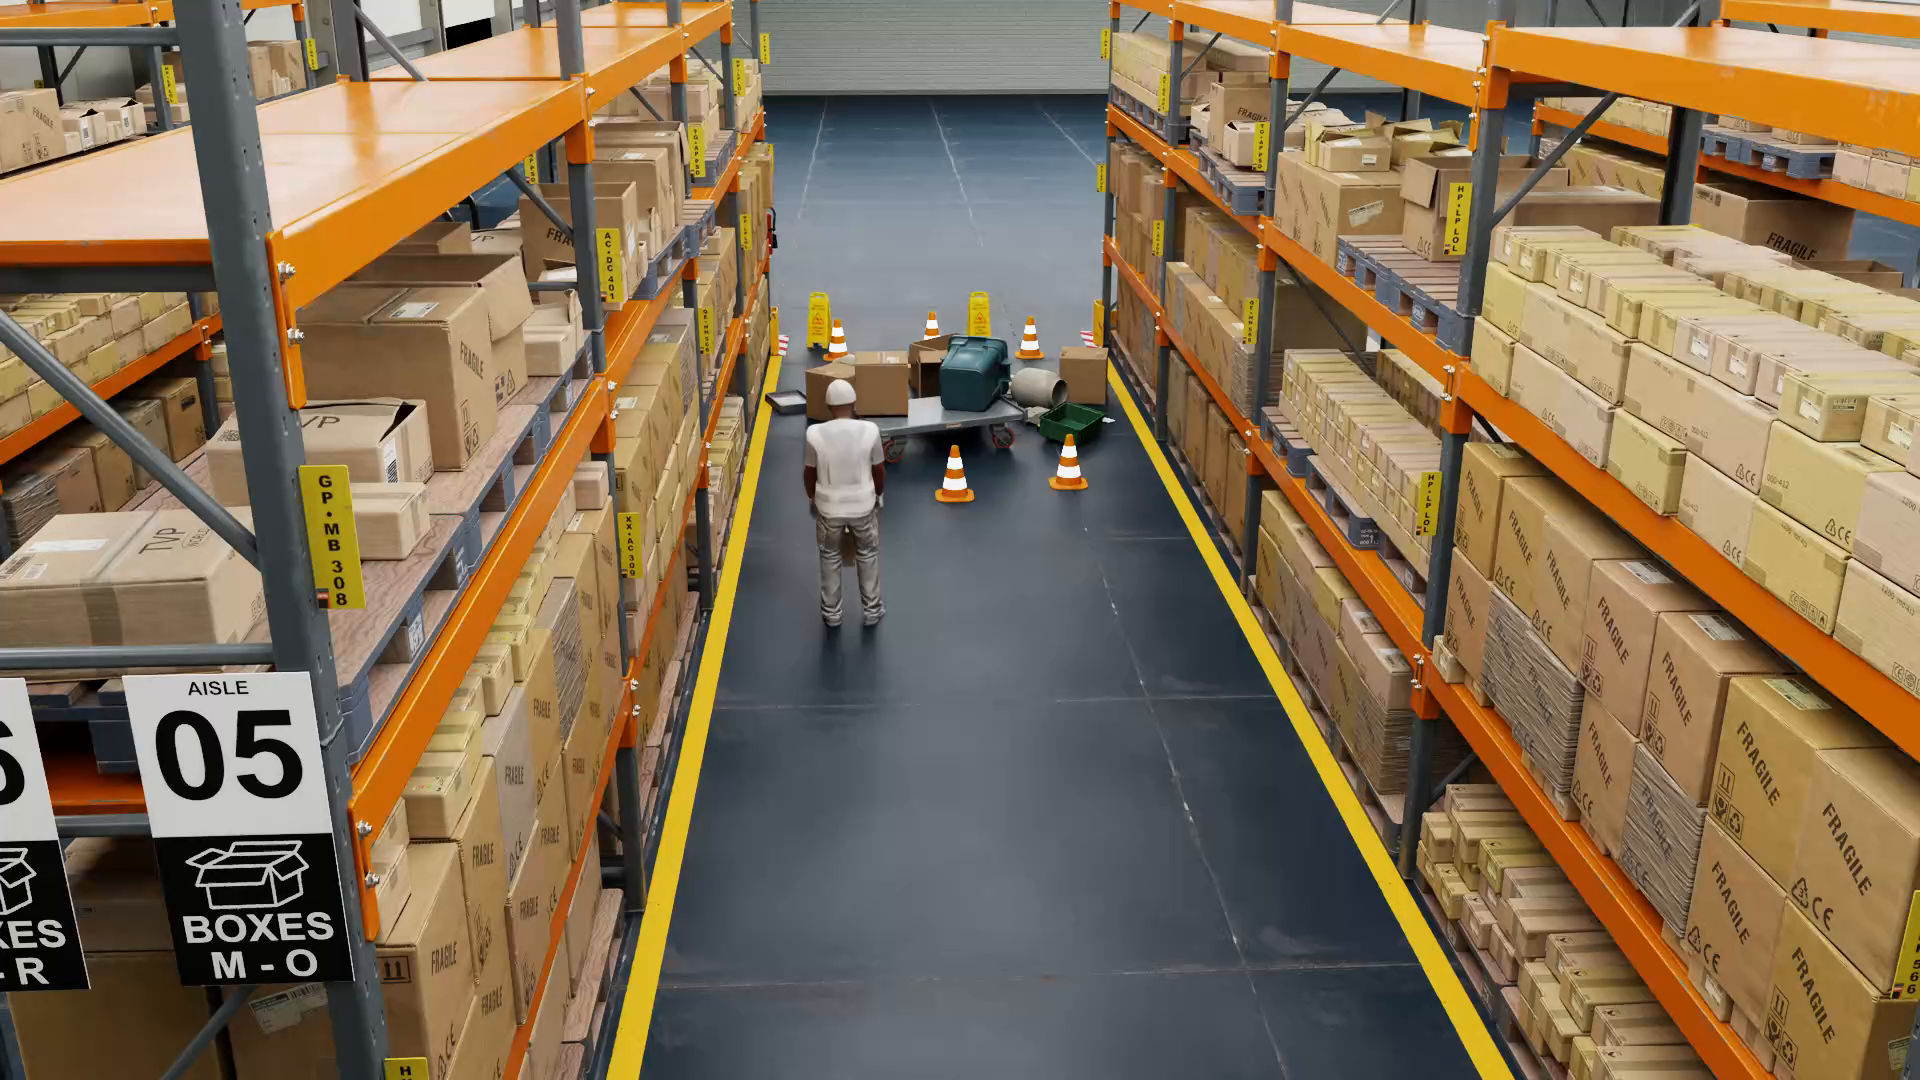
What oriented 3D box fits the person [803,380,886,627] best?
[{"bbox_3d":[-0.810,-0.249,11.730,0.581,1.779,0.422,-2,20,-5],"label":"person"}]
